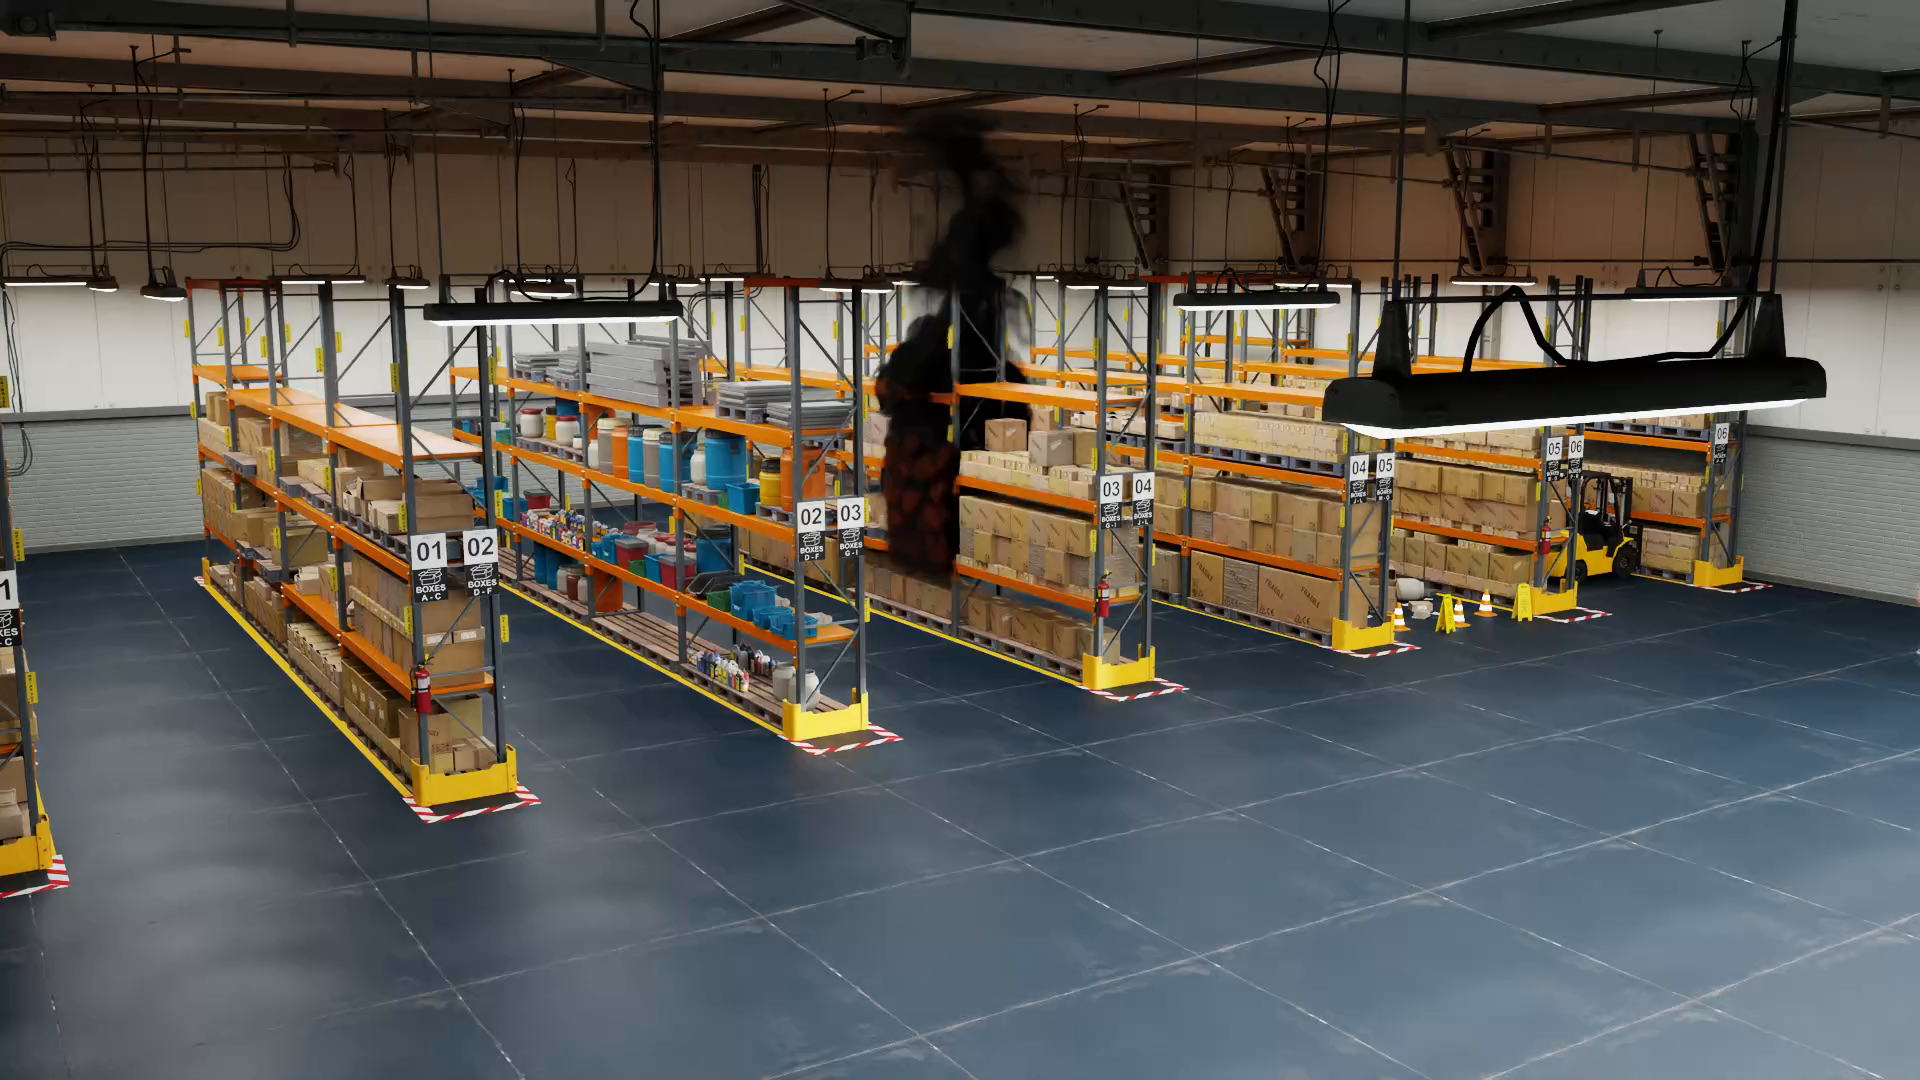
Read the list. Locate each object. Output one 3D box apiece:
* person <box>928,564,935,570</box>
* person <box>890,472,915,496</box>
[{"bbox_3d":[-0.345,-0.273,32.668,0.675,1.765,0.805,-7,12,-36],"label":"person"},{"bbox_3d":[-1.249,-0.687,36.826,0.644,1.752,0.605,-6,11,-31],"label":"person"}]
